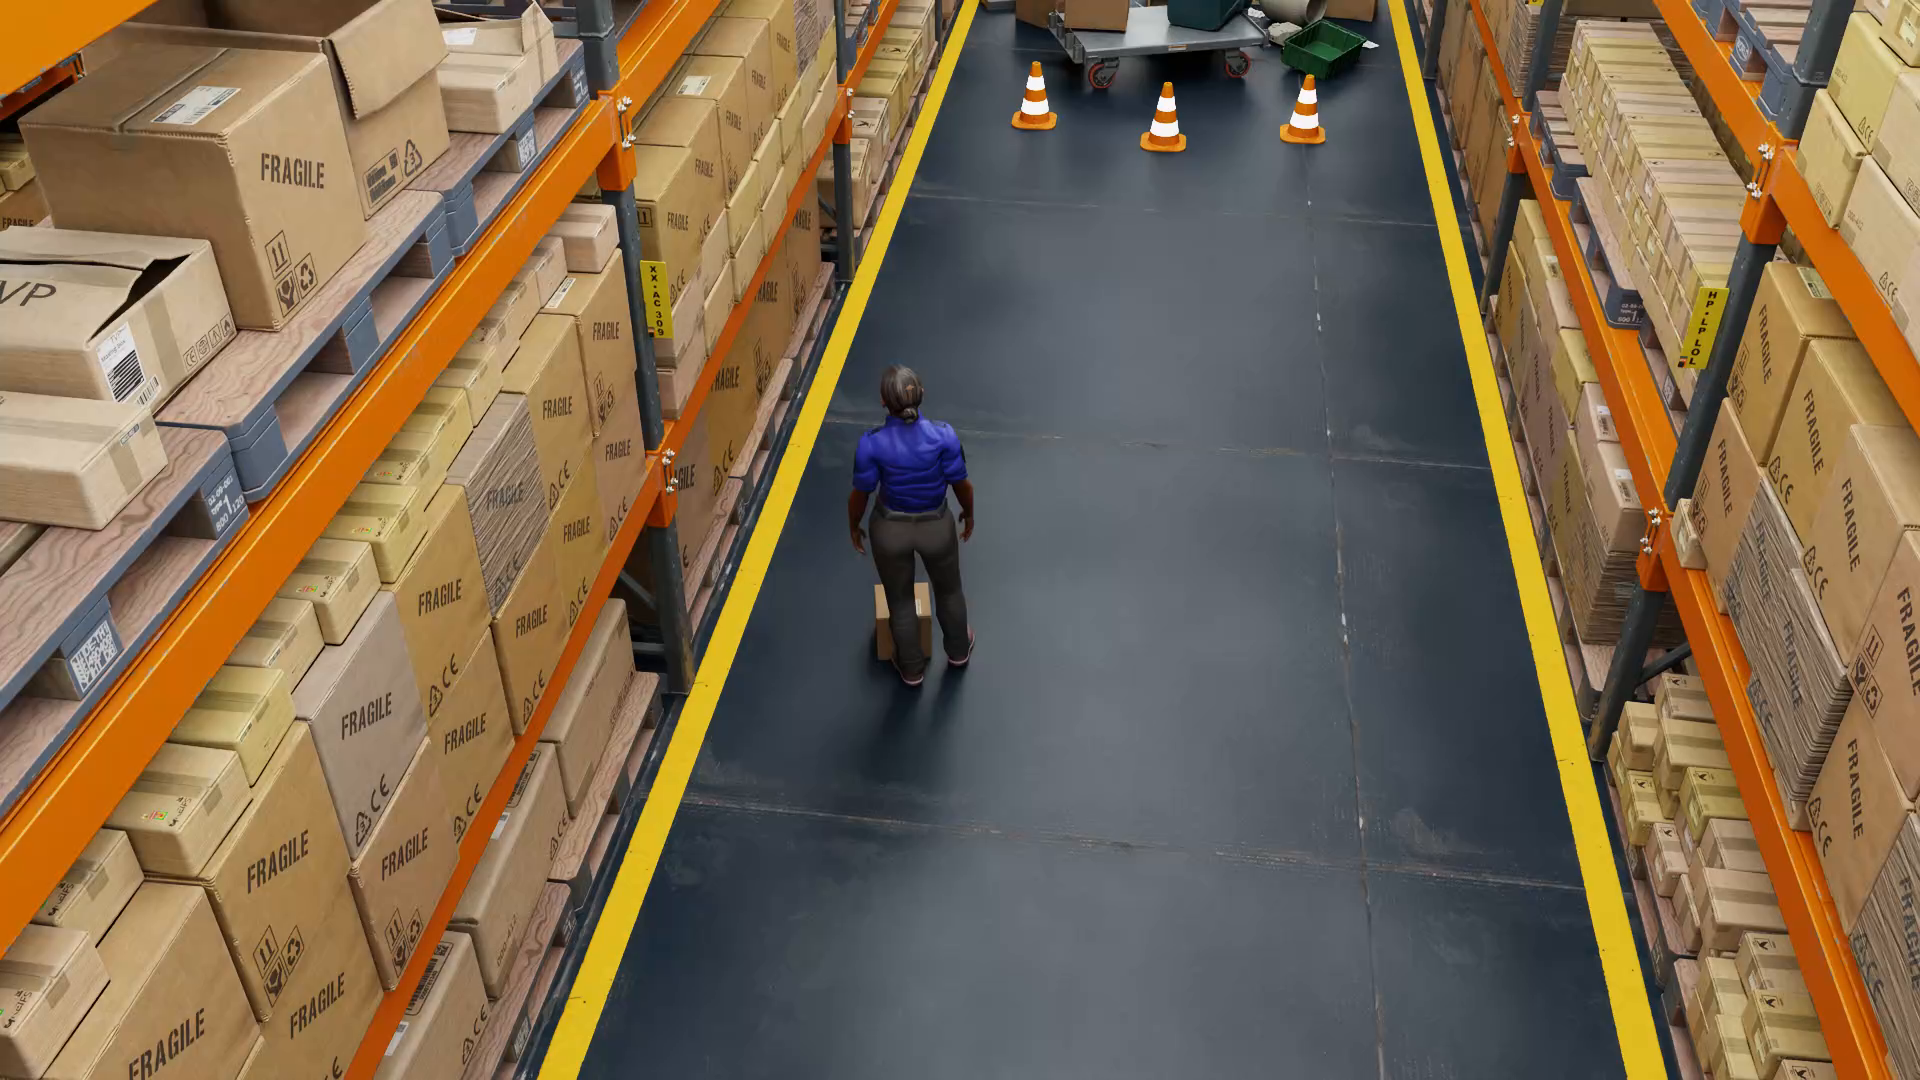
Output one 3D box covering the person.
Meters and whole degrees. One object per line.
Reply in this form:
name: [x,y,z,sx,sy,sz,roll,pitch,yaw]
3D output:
person: [-0.197,-0.087,7.146,0.569,1.656,0.503,-4,37,-5]
